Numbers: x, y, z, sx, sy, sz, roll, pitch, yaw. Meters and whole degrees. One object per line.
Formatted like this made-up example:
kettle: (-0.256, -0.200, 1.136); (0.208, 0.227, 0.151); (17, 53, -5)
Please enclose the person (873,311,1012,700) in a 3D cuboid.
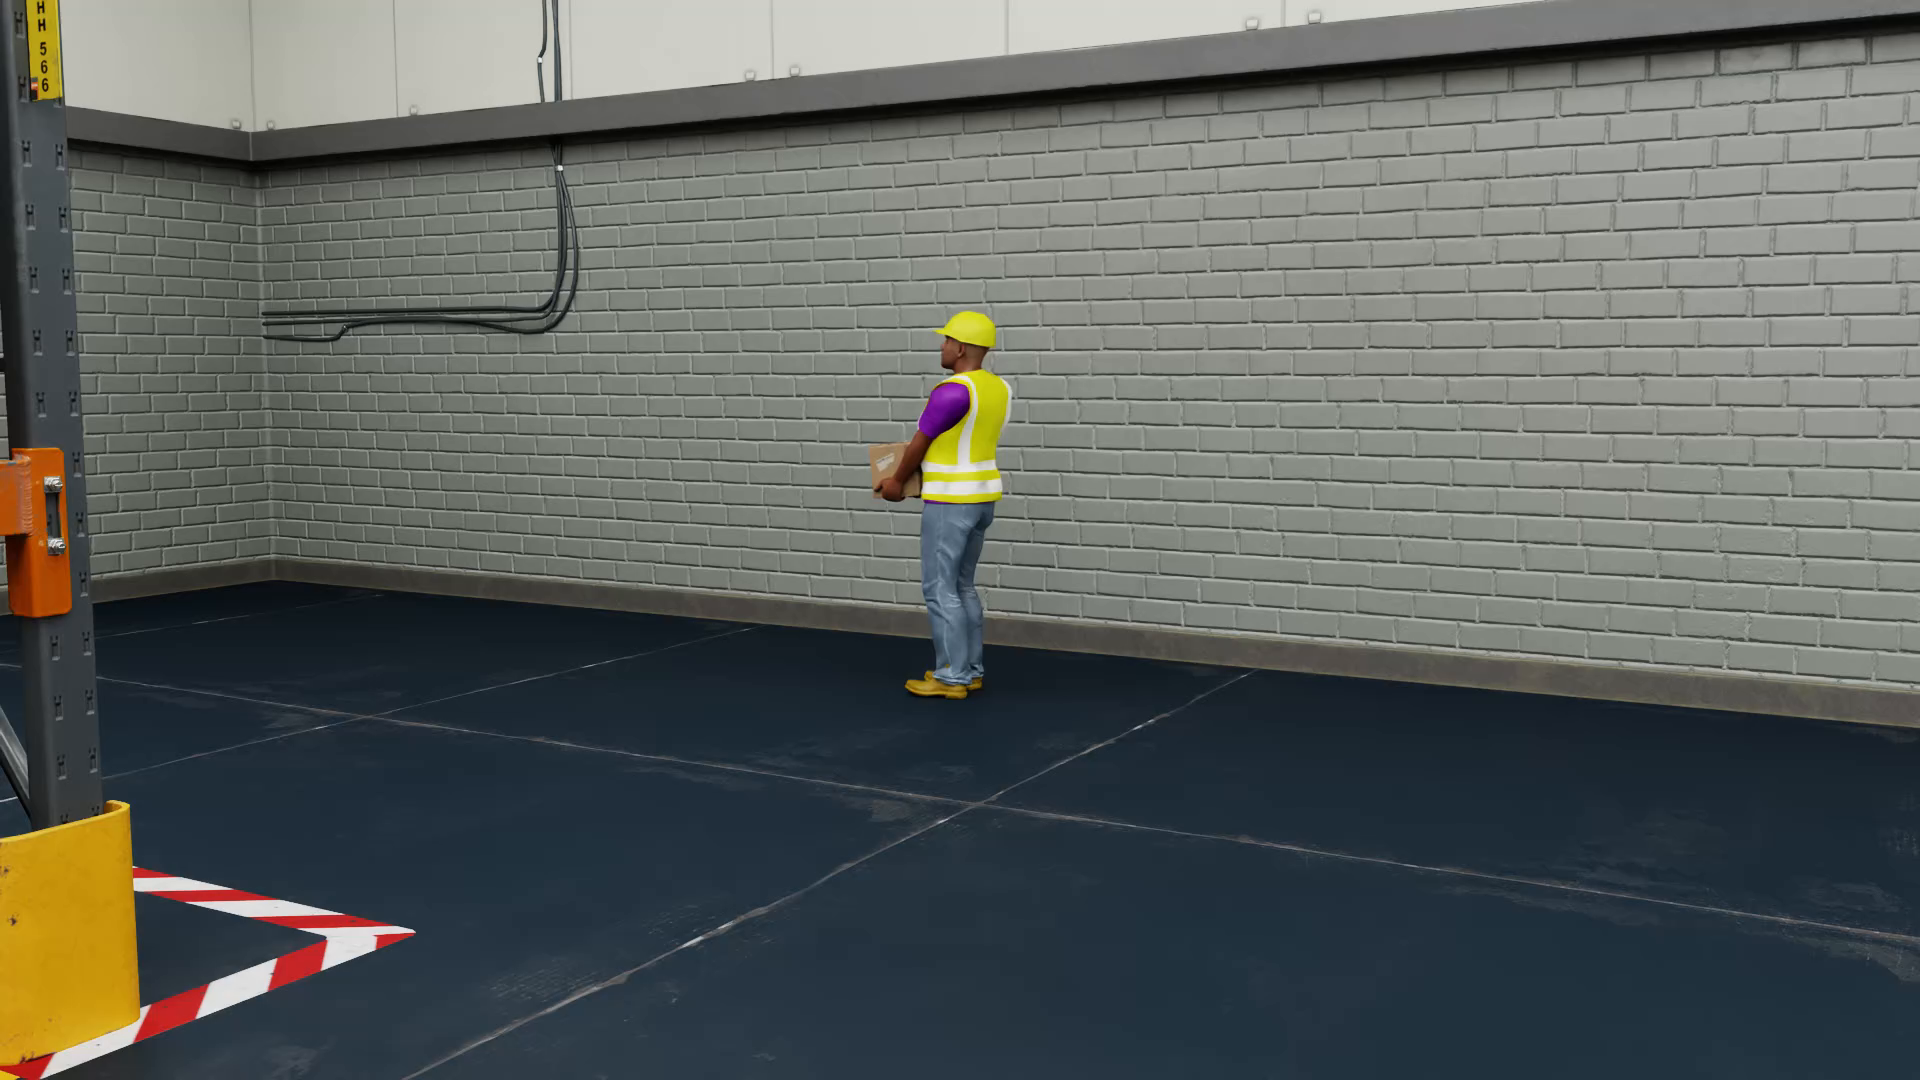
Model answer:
person: (-0.089, -0.168, 7.682); (0.577, 1.761, 0.502); (3, 7, 29)
